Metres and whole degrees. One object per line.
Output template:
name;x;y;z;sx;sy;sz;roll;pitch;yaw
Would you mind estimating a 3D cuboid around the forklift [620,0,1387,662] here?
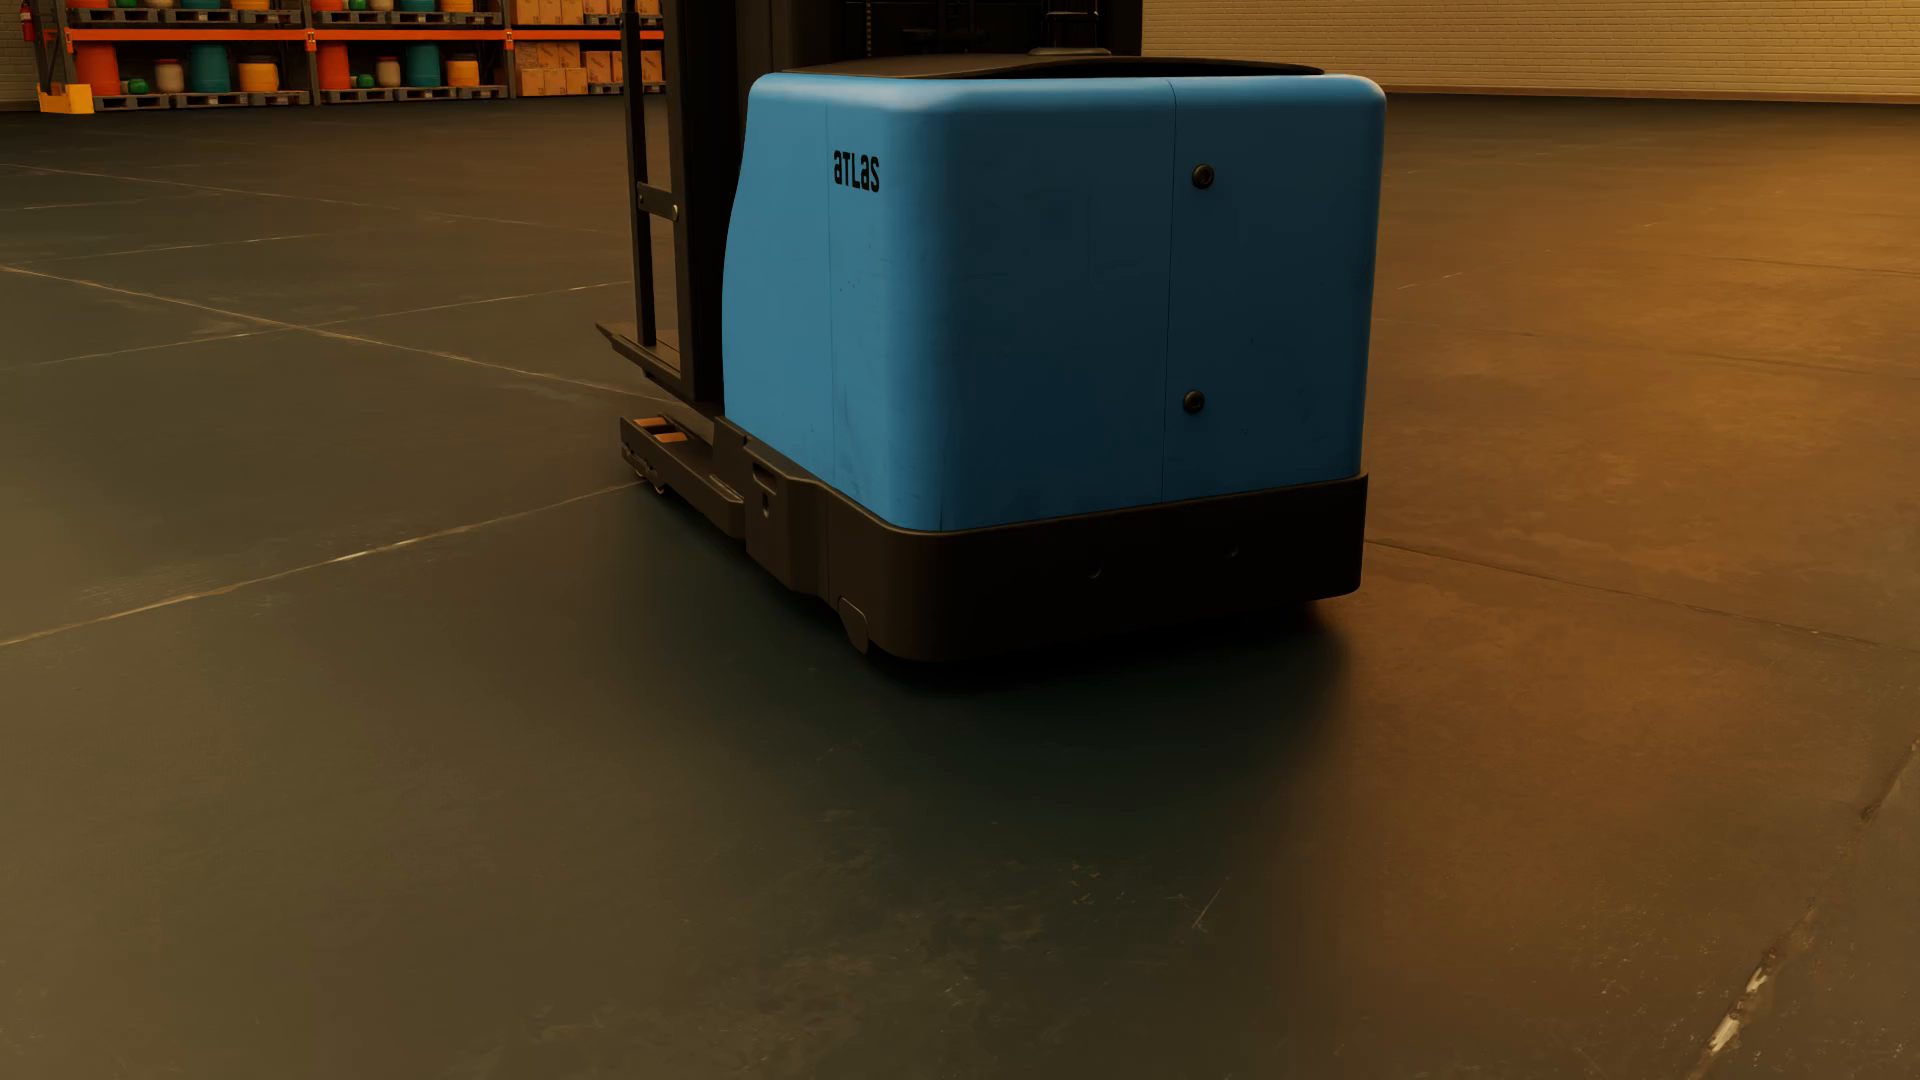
forklift;-0.034;-1.393;3.593;1.129;2.867;1.939;-8;19;-24
